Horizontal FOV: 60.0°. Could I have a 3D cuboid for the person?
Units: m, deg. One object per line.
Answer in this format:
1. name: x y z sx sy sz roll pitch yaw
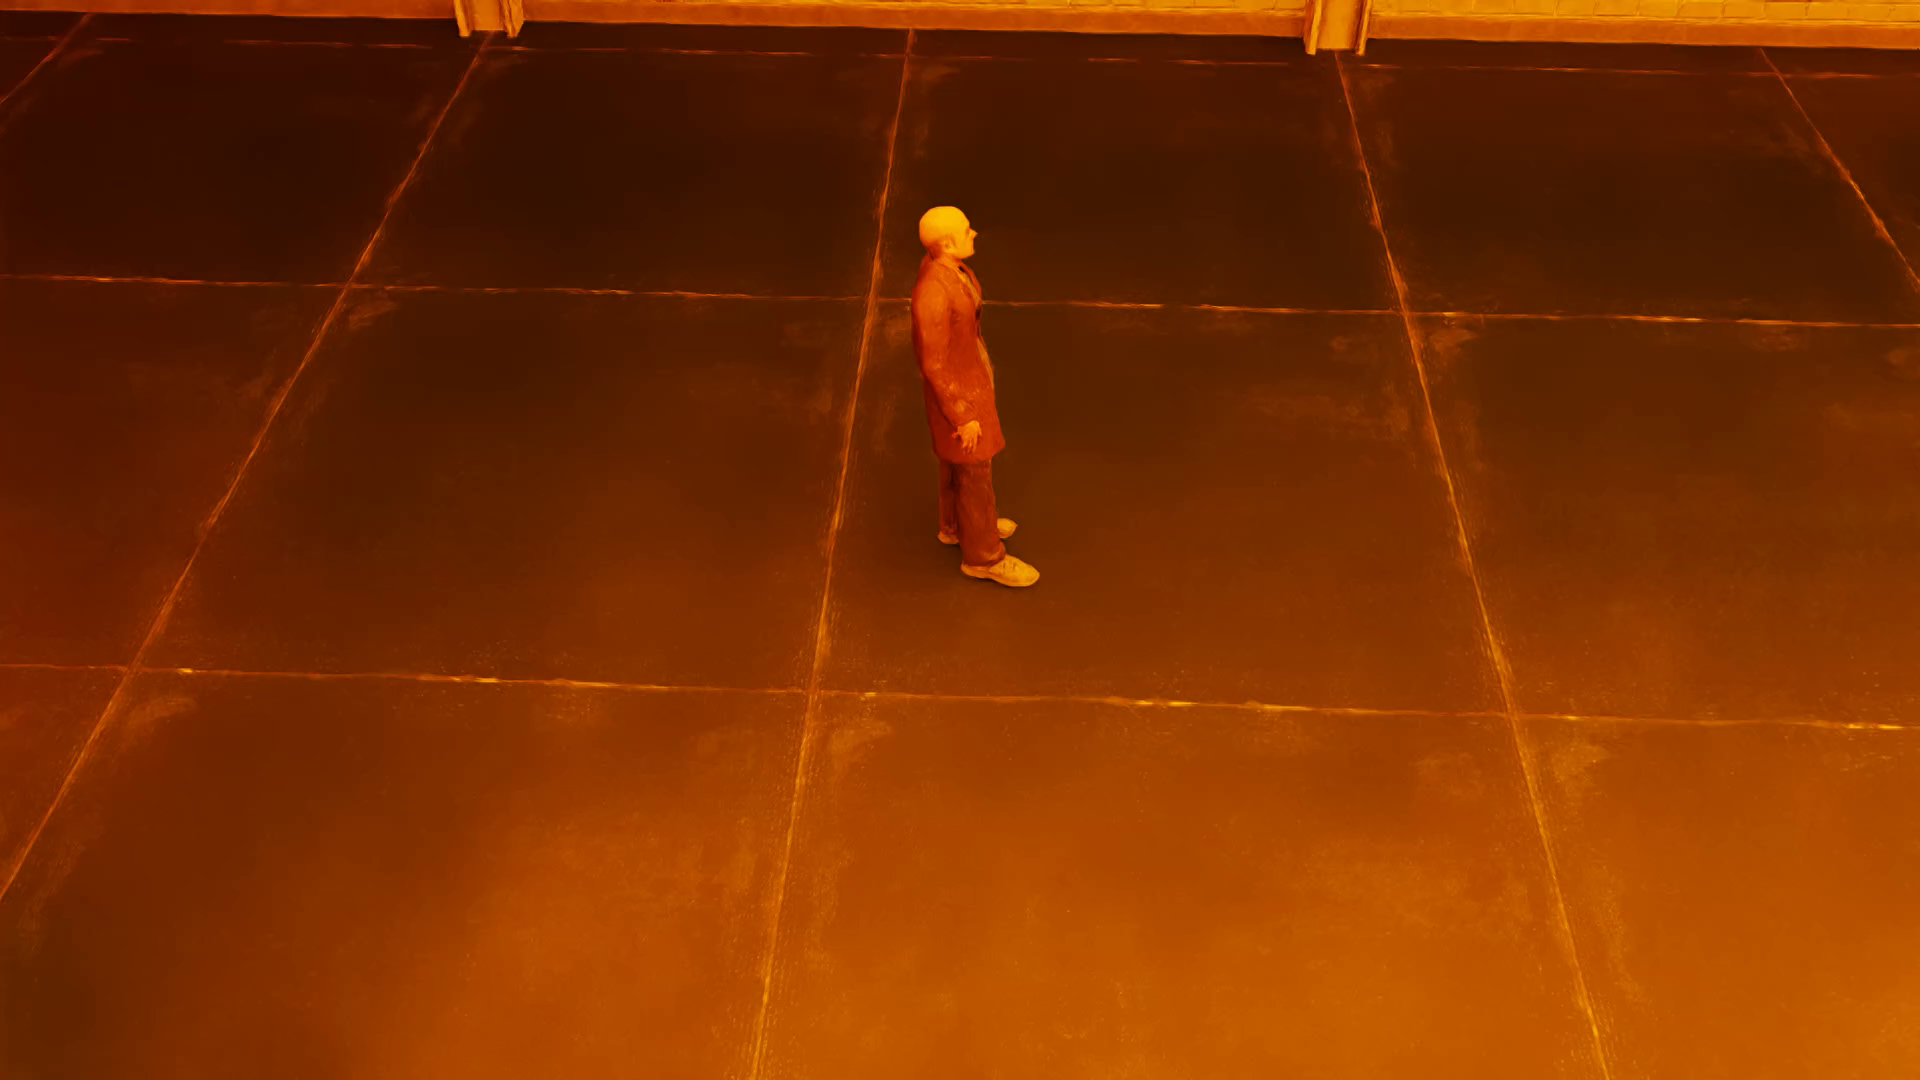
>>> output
1. person: 0.091 -0.656 7.305 0.580 1.776 0.694 2 42 2
